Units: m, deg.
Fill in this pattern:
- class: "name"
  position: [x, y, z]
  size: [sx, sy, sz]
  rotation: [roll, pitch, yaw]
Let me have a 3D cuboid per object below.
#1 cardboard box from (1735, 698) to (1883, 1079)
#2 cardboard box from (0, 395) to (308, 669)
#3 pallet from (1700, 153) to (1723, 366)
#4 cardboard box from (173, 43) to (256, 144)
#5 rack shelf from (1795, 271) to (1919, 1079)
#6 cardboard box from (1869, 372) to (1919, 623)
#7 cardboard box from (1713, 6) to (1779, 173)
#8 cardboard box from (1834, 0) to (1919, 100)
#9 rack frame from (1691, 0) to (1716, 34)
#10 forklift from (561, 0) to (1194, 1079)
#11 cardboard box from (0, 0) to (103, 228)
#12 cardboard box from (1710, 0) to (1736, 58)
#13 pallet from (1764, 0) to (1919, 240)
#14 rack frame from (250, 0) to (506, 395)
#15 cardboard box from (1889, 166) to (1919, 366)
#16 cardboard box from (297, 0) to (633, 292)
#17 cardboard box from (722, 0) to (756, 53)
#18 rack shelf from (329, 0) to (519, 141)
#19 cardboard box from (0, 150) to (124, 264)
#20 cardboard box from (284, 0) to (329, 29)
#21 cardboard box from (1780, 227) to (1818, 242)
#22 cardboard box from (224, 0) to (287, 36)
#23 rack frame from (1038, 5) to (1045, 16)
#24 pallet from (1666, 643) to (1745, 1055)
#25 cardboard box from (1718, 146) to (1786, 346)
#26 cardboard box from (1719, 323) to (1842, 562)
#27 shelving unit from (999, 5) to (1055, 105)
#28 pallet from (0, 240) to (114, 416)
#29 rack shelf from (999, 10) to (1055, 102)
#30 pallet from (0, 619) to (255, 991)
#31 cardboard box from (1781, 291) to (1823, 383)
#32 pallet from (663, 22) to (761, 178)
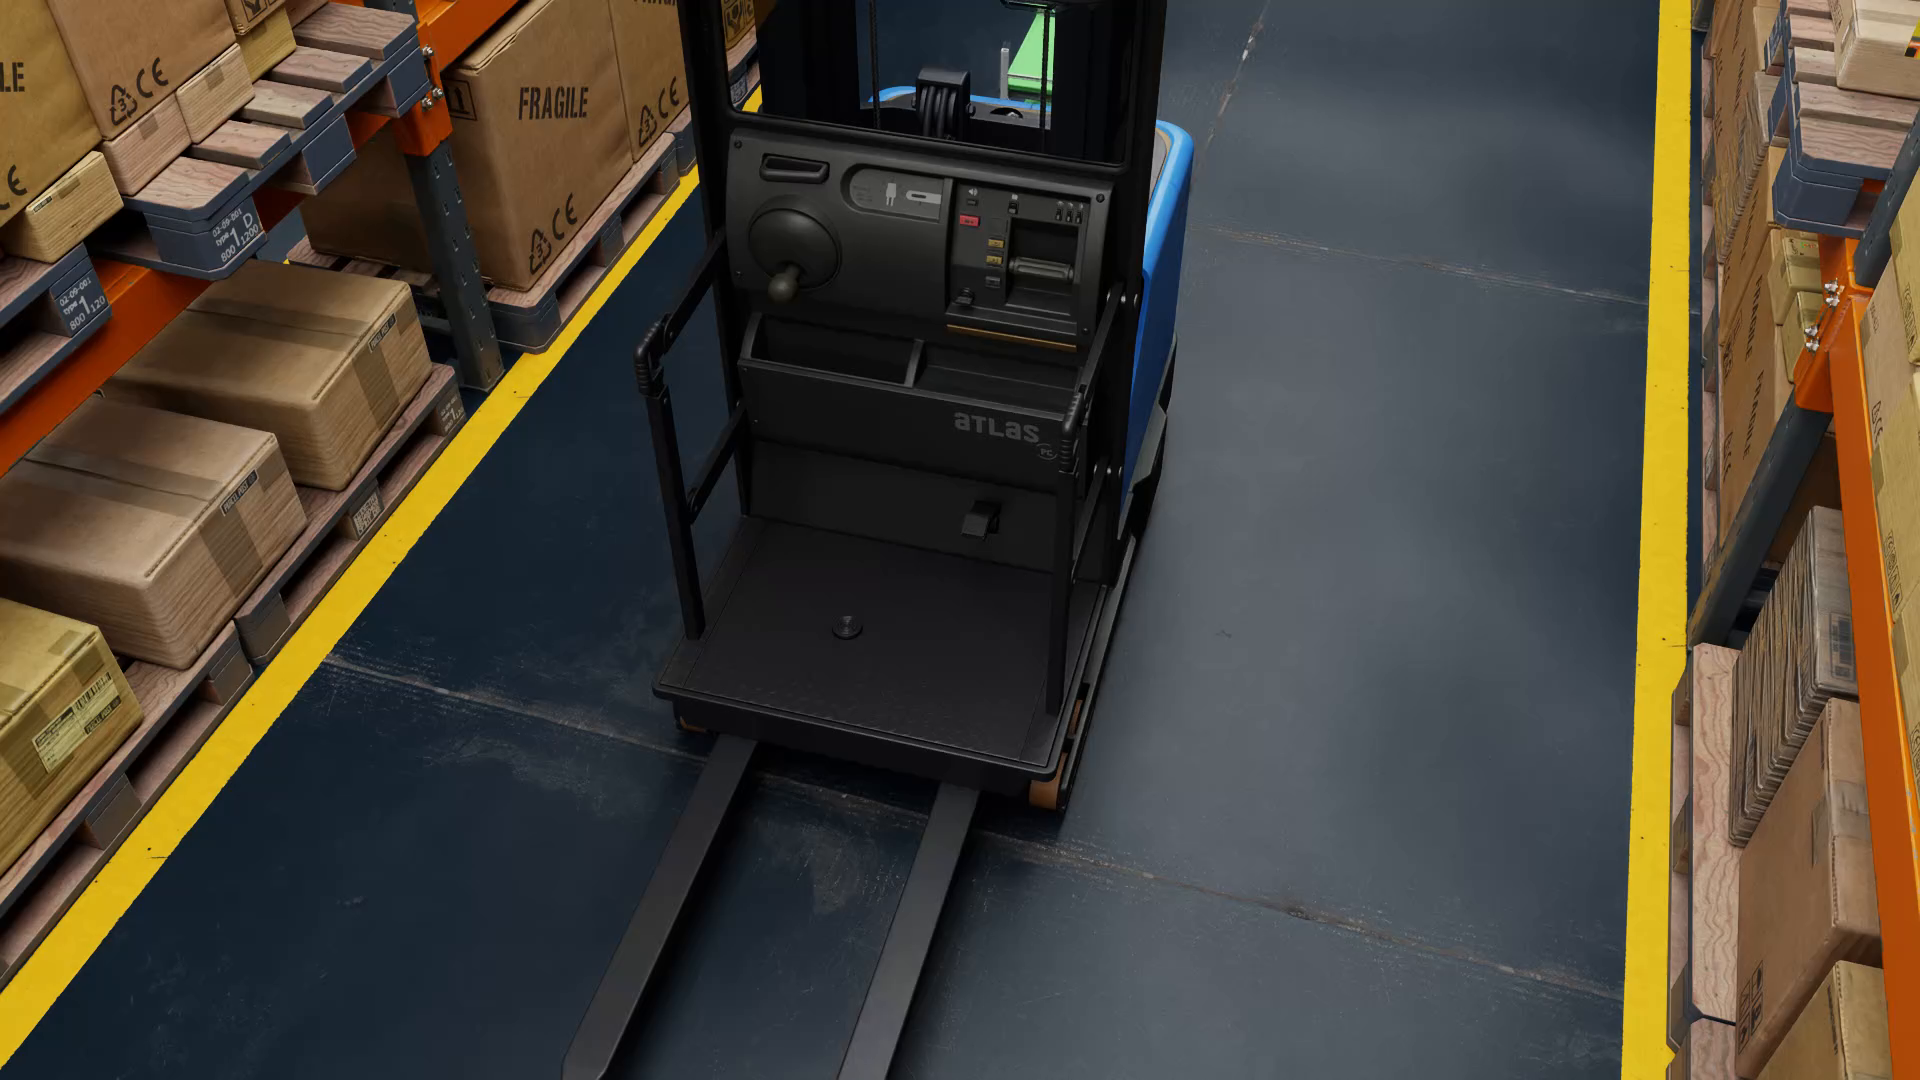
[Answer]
- class: "cardboard box"
  position: [2.248, 0.875, 3.609]
  size: [0.875, 0.625, 0.625]
  rotation: [14, 46, 14]
- class: "cardboard box"
  position: [-2.488, -0.066, 4.751]
  size: [0.950, 0.372, 0.625]
  rotation: [12, 46, 12]
- class: "pallet"
  position: [3.273, -0.978, 6.098]
  size: [1.003, 0.211, 1.213]
  rotation: [13, 46, 13]
- class: "cardboard box"
  position: [-2.013, -1.143, 4.153]
  size: [0.380, 0.149, 0.250]
  rotation: [12, 46, 12]
- class: "rack shelf"
  position: [2.034, 0.916, 2.683]
  size: [1.077, 0.370, 4.000]
  rotation: [13, 46, 13]
- class: "cardboard box"
  position: [2.116, -0.042, 3.256]
  size: [0.500, 0.250, 0.500]
  rotation: [12, 46, 12]
- class: "cardboard box"
  position: [3.183, -1.633, 6.262]
  size: [0.500, 0.500, 0.500]
  rotation: [11, 45, 11]
- class: "cardboard box"
  position: [2.473, -1.254, 4.266]
  size: [0.380, 0.149, 0.250]
  rotation: [13, 46, 13]
- class: "rack frame"
  position: [3.851, -3.340, 6.519]
  size: [1.000, 3.000, 0.127]
  rotation: [13, 46, 13]
- class: "forklift"
  position: [-0.165, -0.628, 3.796]
  size: [1.130, 2.935, 3.031]
  rotation: [11, 45, 11]
- class: "cardboard box"
  position: [-2.262, -0.970, 3.512]
  size: [0.500, 0.500, 0.500]
  rotation: [10, 45, 10]
- class: "cardboard box"
  position: [3.490, -2.322, 6.965]
  size: [0.500, 0.500, 0.500]
  rotation: [14, 46, 14]
- class: "pallet"
  position: [2.778, -1.072, 4.338]
  size: [1.213, 0.211, 1.003]
  rotation: [13, 46, 13]
- class: "rack frame"
  position: [-2.092, -1.723, 4.866]
  size: [1.000, 3.000, 0.127]
  rotation: [13, 46, 13]
- class: "cardboard box"
  position: [2.249, -0.560, 3.428]
  size: [0.500, 0.250, 0.500]
  rotation: [12, 46, 12]
- class: "cardboard box"
  position: [-1.803, -1.556, 5.915]
  size: [0.875, 0.875, 0.875]
  rotation: [12, 46, 12]
- class: "cardboard box"
  position: [-1.258, -2.746, 7.130]
  size: [0.875, 0.875, 0.875]
  rotation: [14, 46, 14]
- class: "rack shelf"
  position: [-1.486, -2.799, 6.480]
  size: [1.077, 0.370, 4.000]
  rotation: [13, 46, 13]
- class: "cardboard box"
  position: [-2.167, -0.791, 3.793]
  size: [0.380, 0.149, 0.250]
  rotation: [13, 46, 13]
- class: "cardboard box"
  position: [-1.967, -1.515, 4.533]
  size: [0.380, 0.149, 0.250]
  rotation: [14, 46, 14]
- class: "cardboard box"
  position: [2.723, -0.900, 5.048]
  size: [0.380, 0.149, 0.250]
  rotation: [11, 45, 11]
- class: "cardboard box"
  position: [-1.965, -1.653, 4.210]
  size: [0.500, 0.500, 0.500]
  rotation: [11, 46, 11]
- class: "rack frame"
  position: [0.374, -1.374, 5.796]
  size: [0.240, 1.200, 0.015]
  rotation: [11, 45, 11]
- class: "pallet"
  position: [2.353, 0.863, 4.217]
  size: [1.003, 0.211, 1.213]
  rotation: [13, 46, 13]
- class: "cardboard box"
  position: [2.881, -0.939, 5.552]
  size: [0.500, 0.500, 0.500]
  rotation: [14, 46, 14]
- class: "cardboard box"
  position: [2.563, -0.258, 4.856]
  size: [0.500, 0.500, 0.500]
  rotation: [14, 46, 14]
- class: "shelving unit"
  position: [0.309, -1.209, 5.628]
  size: [0.258, 1.200, 0.503]
  rotation: [11, 45, 11]
- class: "pallet"
  position: [-2.652, -0.326, 3.576]
  size: [1.003, 0.211, 1.213]
  rotation: [13, 46, 13]
- class: "rack shelf"
  position: [0.309, -1.507, 5.337]
  size: [0.258, 0.148, 0.480]
  rotation: [11, 45, 11]
- class: "pallet"
  position: [-2.701, 0.605, 4.481]
  size: [1.003, 0.211, 1.213]
  rotation: [13, 46, 13]
- class: "cardboard box"
  position: [2.548, -0.545, 4.686]
  size: [0.380, 0.149, 0.250]
  rotation: [10, 45, 11]
- class: "pallet"
  position: [-1.410, -2.046, 7.190]
  size: [1.003, 0.211, 1.213]
  rotation: [13, 46, 13]
